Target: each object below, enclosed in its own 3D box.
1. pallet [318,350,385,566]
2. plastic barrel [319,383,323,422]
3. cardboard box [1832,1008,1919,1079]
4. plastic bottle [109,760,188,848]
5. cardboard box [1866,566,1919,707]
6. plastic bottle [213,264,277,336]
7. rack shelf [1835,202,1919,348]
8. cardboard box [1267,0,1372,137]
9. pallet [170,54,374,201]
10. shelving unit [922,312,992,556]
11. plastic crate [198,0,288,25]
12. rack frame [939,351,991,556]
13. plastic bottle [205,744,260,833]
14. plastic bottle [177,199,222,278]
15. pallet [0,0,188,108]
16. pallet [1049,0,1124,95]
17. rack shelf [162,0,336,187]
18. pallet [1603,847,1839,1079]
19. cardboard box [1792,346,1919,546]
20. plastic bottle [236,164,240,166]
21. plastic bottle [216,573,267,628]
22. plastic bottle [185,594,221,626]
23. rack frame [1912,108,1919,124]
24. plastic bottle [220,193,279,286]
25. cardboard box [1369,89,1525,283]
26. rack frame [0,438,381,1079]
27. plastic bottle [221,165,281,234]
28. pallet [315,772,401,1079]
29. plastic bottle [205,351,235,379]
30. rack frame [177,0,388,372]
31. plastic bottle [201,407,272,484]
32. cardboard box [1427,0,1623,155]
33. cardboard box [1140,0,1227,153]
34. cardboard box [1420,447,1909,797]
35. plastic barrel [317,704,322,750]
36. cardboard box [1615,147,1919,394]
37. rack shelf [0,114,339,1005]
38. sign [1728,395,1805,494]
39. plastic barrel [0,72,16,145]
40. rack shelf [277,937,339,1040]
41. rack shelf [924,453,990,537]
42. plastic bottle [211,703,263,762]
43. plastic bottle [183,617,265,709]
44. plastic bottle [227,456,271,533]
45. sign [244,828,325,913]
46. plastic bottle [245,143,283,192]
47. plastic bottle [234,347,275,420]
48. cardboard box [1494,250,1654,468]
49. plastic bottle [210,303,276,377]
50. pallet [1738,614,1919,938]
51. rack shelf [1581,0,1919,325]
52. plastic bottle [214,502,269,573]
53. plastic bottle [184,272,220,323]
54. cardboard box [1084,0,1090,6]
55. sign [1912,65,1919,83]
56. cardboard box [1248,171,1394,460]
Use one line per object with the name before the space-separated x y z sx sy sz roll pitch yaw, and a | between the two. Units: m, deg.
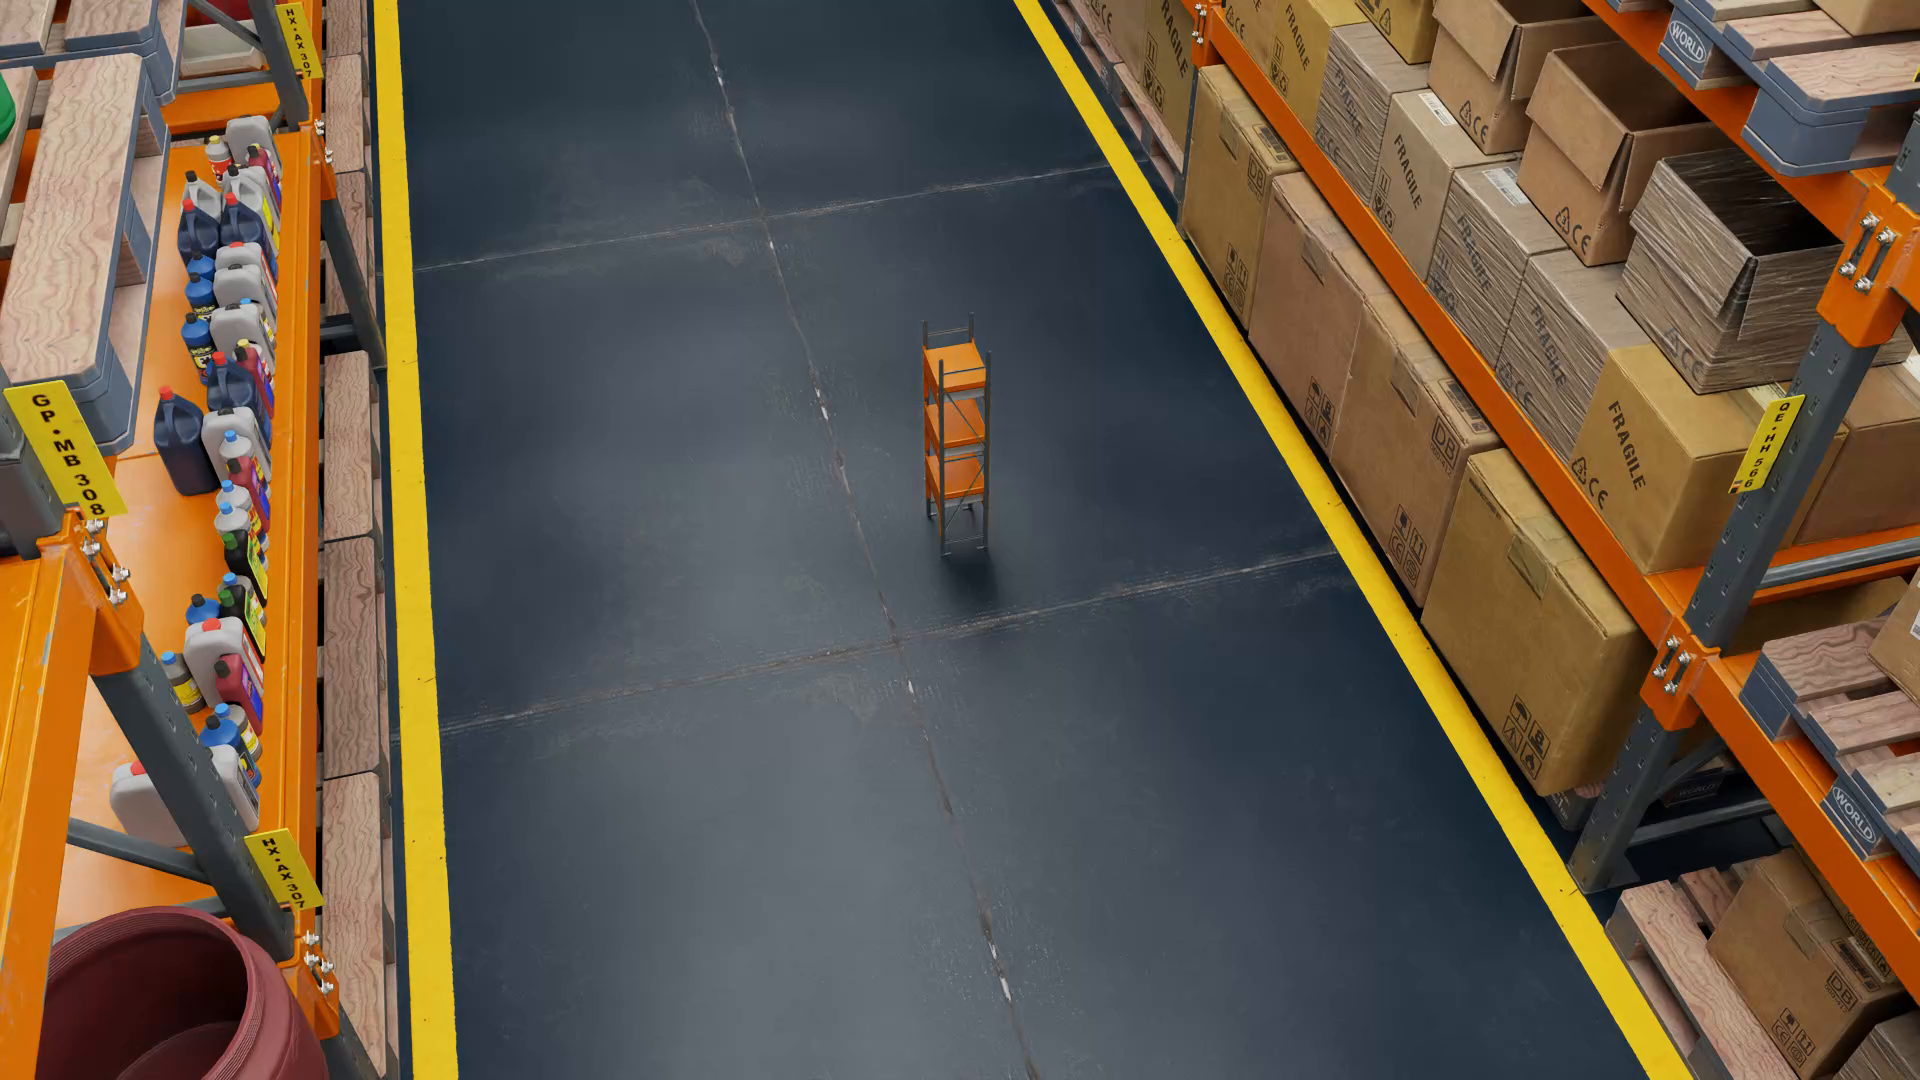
pallet | -3.020 -0.284 7.131 1.003 0.211 1.213 -11 47 -10
plastic barrel | -3.055 -0.834 6.893 0.600 0.901 0.708 -11 47 -10
cardboard box | 2.980 1.616 4.758 0.700 0.500 0.500 -14 47 -14
plastic bottle | -2.099 0.675 4.326 0.152 0.276 0.135 -11 47 -10
cardboard box | 2.811 0.240 4.302 0.500 0.500 0.500 -16 48 -15
plastic bottle | -2.507 -0.850 5.821 0.152 0.276 0.135 -11 47 -10
rack shelf | 3.146 0.639 2.678 1.077 0.370 4.000 -11 47 -10
cardboard box | 1.616 -2.030 6.820 0.500 0.500 0.500 -11 47 -10
pallet | -3.719 -2.168 8.978 1.003 0.211 1.213 -11 47 -10
shelving unit | -0.014 -0.404 6.662 0.215 1.050 0.252 -11 47 -10
plastic crate | -3.164 -2.506 7.269 0.402 0.464 0.583 -11 47 -10
rack frame | 0.018 -0.320 6.579 0.200 1.050 0.008 -11 47 -10
plastic bottle | -1.952 0.647 4.353 0.152 0.276 0.135 -11 47 -10
plastic bottle | -2.718 -1.054 5.968 0.144 0.351 0.185 -11 47 -10
pallet | -2.589 -1.478 4.381 1.003 0.211 1.213 -11 47 -10
pallet | 1.176 -3.113 9.904 1.003 0.211 1.213 -11 47 -10
rack shelf | -3.689 -2.929 8.275 1.077 0.370 4.000 -11 47 -10
pallet | 2.833 1.572 5.313 1.003 0.211 1.213 -11 47 -10
cardboard box | 2.773 -0.364 5.188 0.500 0.500 0.500 -9 46 -9
plastic bottle | -2.733 -1.339 6.352 0.097 0.201 0.097 0 46 0
plastic bottle | -2.108 0.177 4.866 0.097 0.201 0.097 0 46 0
plastic bottle | -2.132 0.255 4.740 0.097 0.271 0.097 0 46 0
rack frame | 2.634 -2.044 2.703 1.000 3.000 0.127 -11 47 -10
plastic bottle | -2.578 -1.080 5.994 0.144 0.351 0.185 -11 47 -10
cardboard box | 1.881 -1.329 6.133 0.500 0.500 0.500 -10 46 -10
rack frame | -2.153 0.962 3.958 1.000 3.000 0.127 -11 47 -10
plastic bottle | -2.671 -1.291 6.253 0.152 0.276 0.135 -11 47 -10
pallet | -2.396 1.401 5.480 1.003 0.211 1.213 -11 47 -10
plastic bottle | -2.416 -0.510 5.491 0.097 0.271 0.097 0 46 0
rack frame | -3.177 -1.800 6.665 1.000 3.000 0.127 -11 47 -10
plastic bottle | -2.307 -0.310 5.291 0.152 0.276 0.135 -11 47 -10
cardboard box | 2.121 -1.750 5.843 0.797 0.503 0.637 -9 46 -9
cardboard box | 1.519 -2.579 8.622 0.875 0.875 0.875 -11 47 -10
cardboard box | 2.478 0.172 5.925 1.225 0.875 0.875 -13 47 -12
plastic barrel | -2.584 0.544 5.761 0.600 0.588 0.708 -11 47 -10
cardboard box | 2.463 -0.838 4.949 0.797 0.503 0.637 -9 46 -9
rack shelf | -2.665 -0.167 5.568 1.077 0.370 4.000 -11 47 -10
sign | 2.099 -0.245 4.330 0.100 0.325 0.005 -11 47 -10
plastic barrel | -2.202 -0.954 3.550 0.294 0.245 0.294 0 46 0
rack shelf | -1.641 2.594 2.862 1.077 0.370 4.000 -11 47 -10
rack shelf | -0.014 -0.202 6.868 0.215 0.259 0.240 -11 47 -10
plastic bottle | -1.980 0.521 4.529 0.097 0.201 0.097 0 46 0
plastic bottle | -2.070 0.328 4.666 0.152 0.276 0.135 -11 47 -10
plastic bottle | -2.203 -0.162 5.140 0.061 0.283 0.133 -11 47 -10
sign | -1.623 0.799 4.003 0.100 0.325 0.005 -11 47 -10
plastic bottle | -2.708 -1.442 6.453 0.097 0.201 0.097 0 46 0
plastic bottle | -2.344 -0.541 5.513 0.061 0.283 0.133 -11 47 -10
cardboard box | 2.147 -0.620 5.438 0.500 0.500 0.500 -11 47 -11
plastic bottle | -2.448 -0.690 5.664 0.152 0.276 0.135 -11 47 -10
pallet | 2.920 0.596 4.451 1.213 0.211 1.003 -11 47 -10
rack shelf | 2.122 -2.123 5.384 1.077 0.370 4.000 -11 47 -10
plastic bottle | -2.167 -0.007 4.998 0.097 0.271 0.097 0 46 0
plastic bottle | -2.623 -0.813 5.787 0.097 0.271 0.097 0 46 0
cardboard box | 1.061 -3.815 9.833 0.875 0.875 0.875 -11 47 -10
sign | 2.096 -1.107 3.467 0.100 0.325 0.005 -11 47 -10
cardboard box | 2.023 -1.054 7.127 1.225 0.875 0.875 -12 47 -12
